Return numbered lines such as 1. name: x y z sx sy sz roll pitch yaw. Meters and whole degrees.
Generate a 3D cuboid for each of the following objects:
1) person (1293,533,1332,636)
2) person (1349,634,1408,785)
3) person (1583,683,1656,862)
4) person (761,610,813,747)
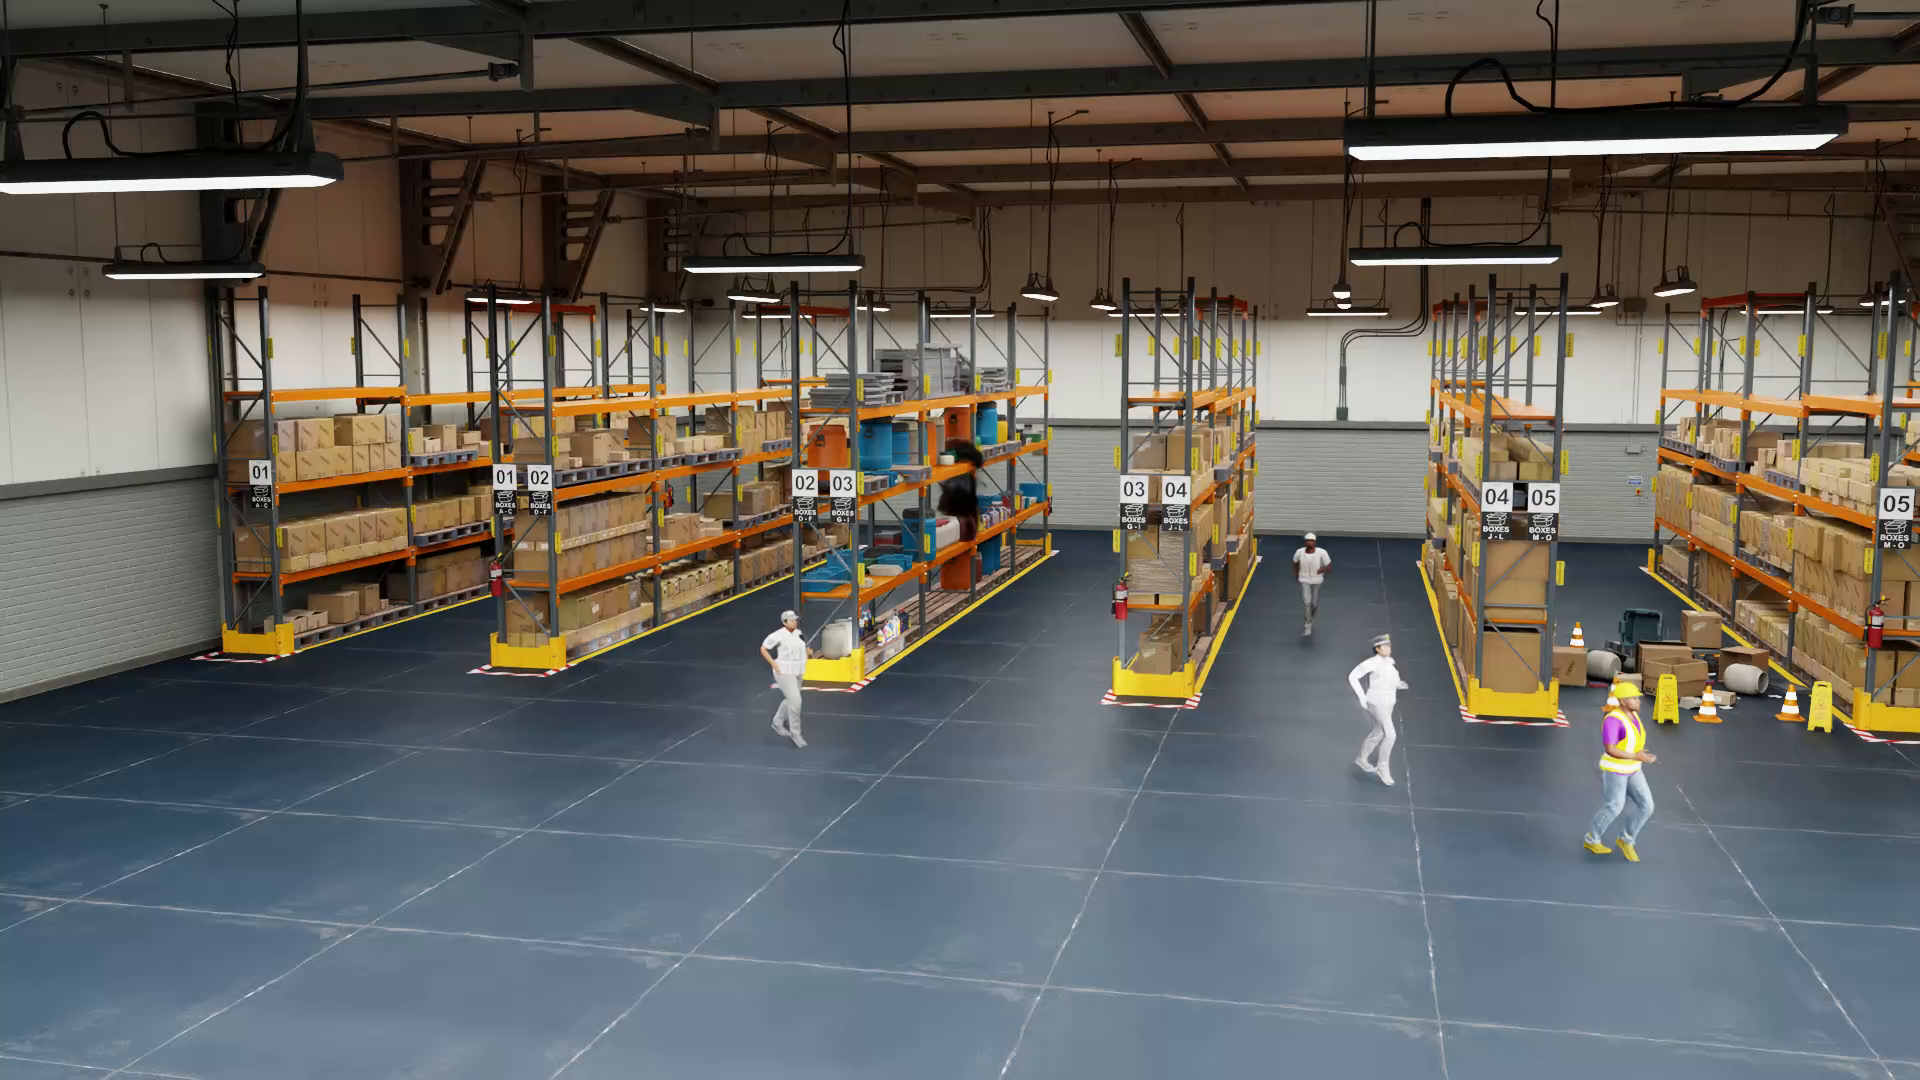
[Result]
1. person: 6.219 0.755 29.409 0.686 1.774 0.895 2 7 13
2. person: 4.887 1.951 19.337 0.578 1.750 0.740 -6 9 -41
3. person: 6.494 2.285 16.247 0.718 1.816 0.722 -6 9 -40
4. person: -2.175 1.747 21.196 0.701 1.721 0.581 4 8 34
